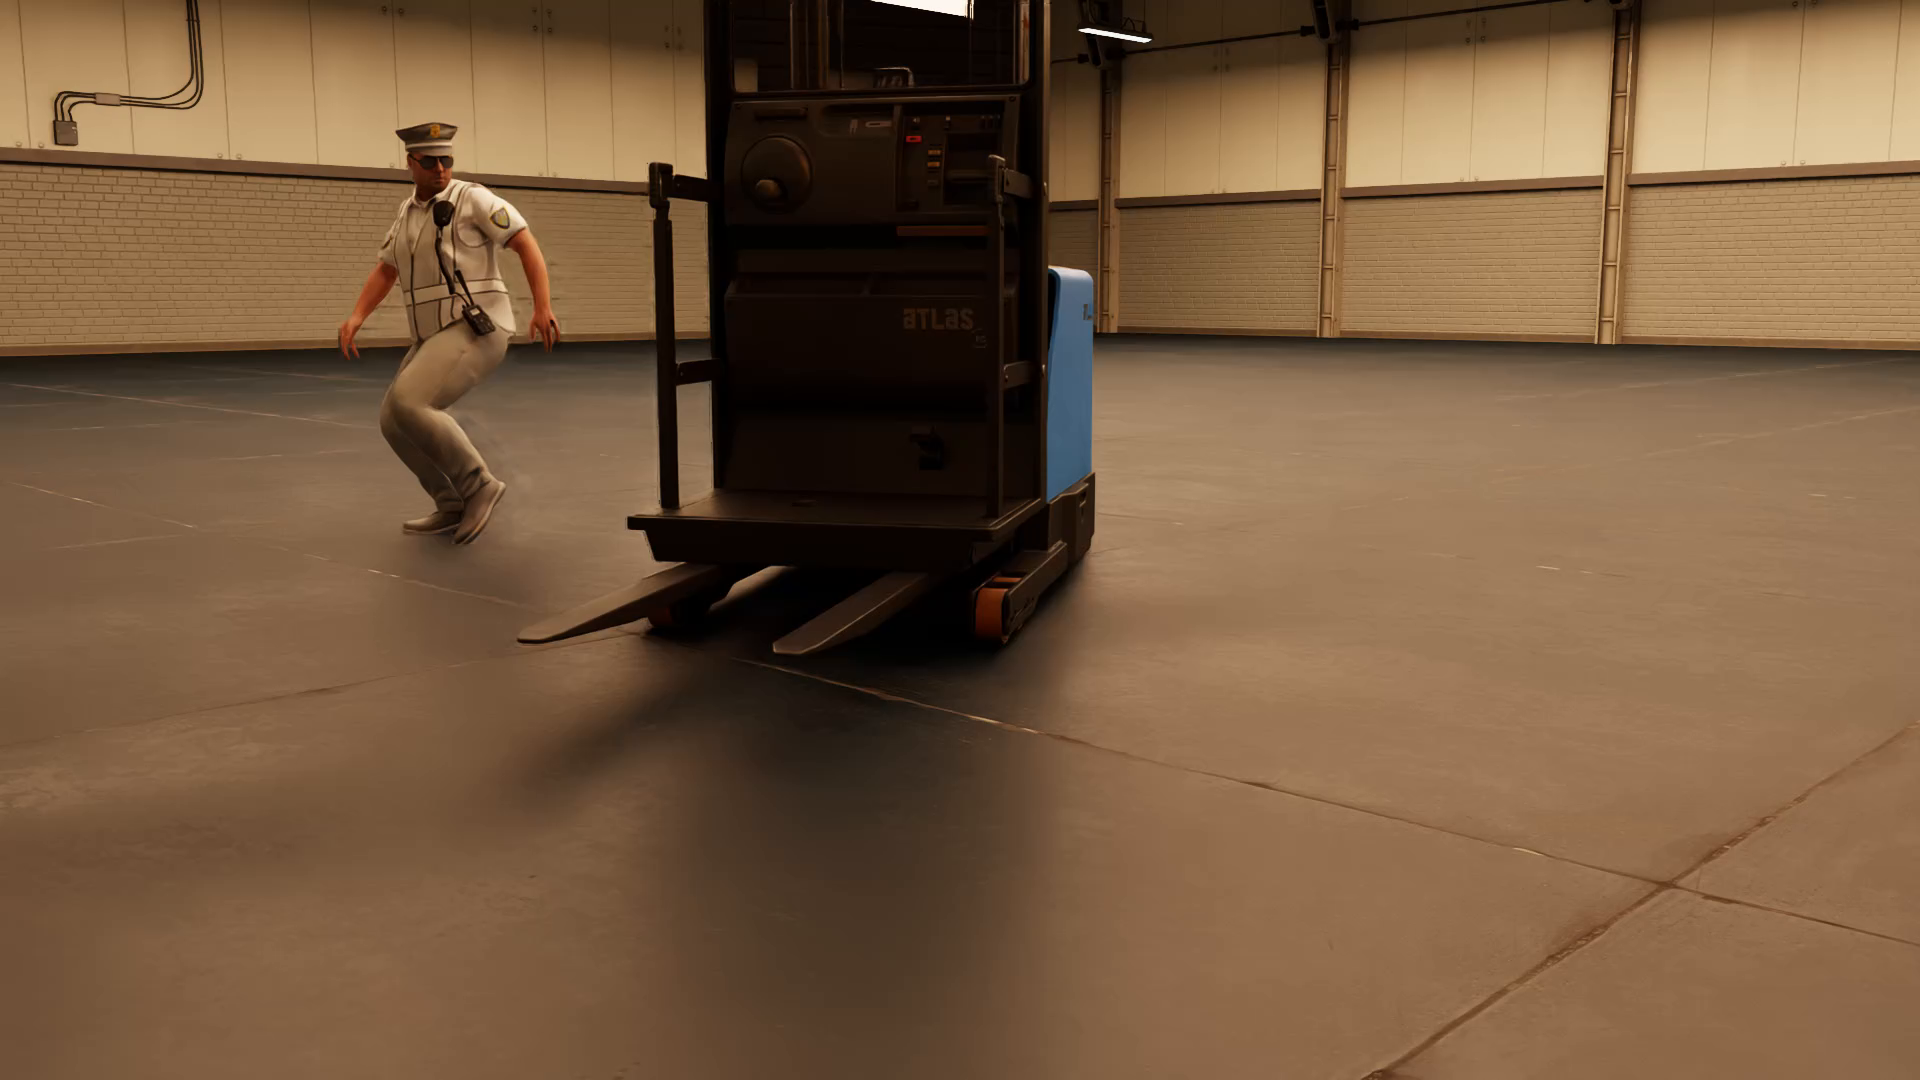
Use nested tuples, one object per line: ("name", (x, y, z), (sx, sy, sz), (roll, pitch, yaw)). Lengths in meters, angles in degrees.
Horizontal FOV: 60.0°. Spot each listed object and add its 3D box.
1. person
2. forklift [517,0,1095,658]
("person", (-2.089, -0.827, 6.710), (0.673, 1.671, 0.774), (-7, 11, -40))
("forklift", (-0.322, -1.213, 4.928), (1.130, 2.935, 3.031), (2, 9, 13))
